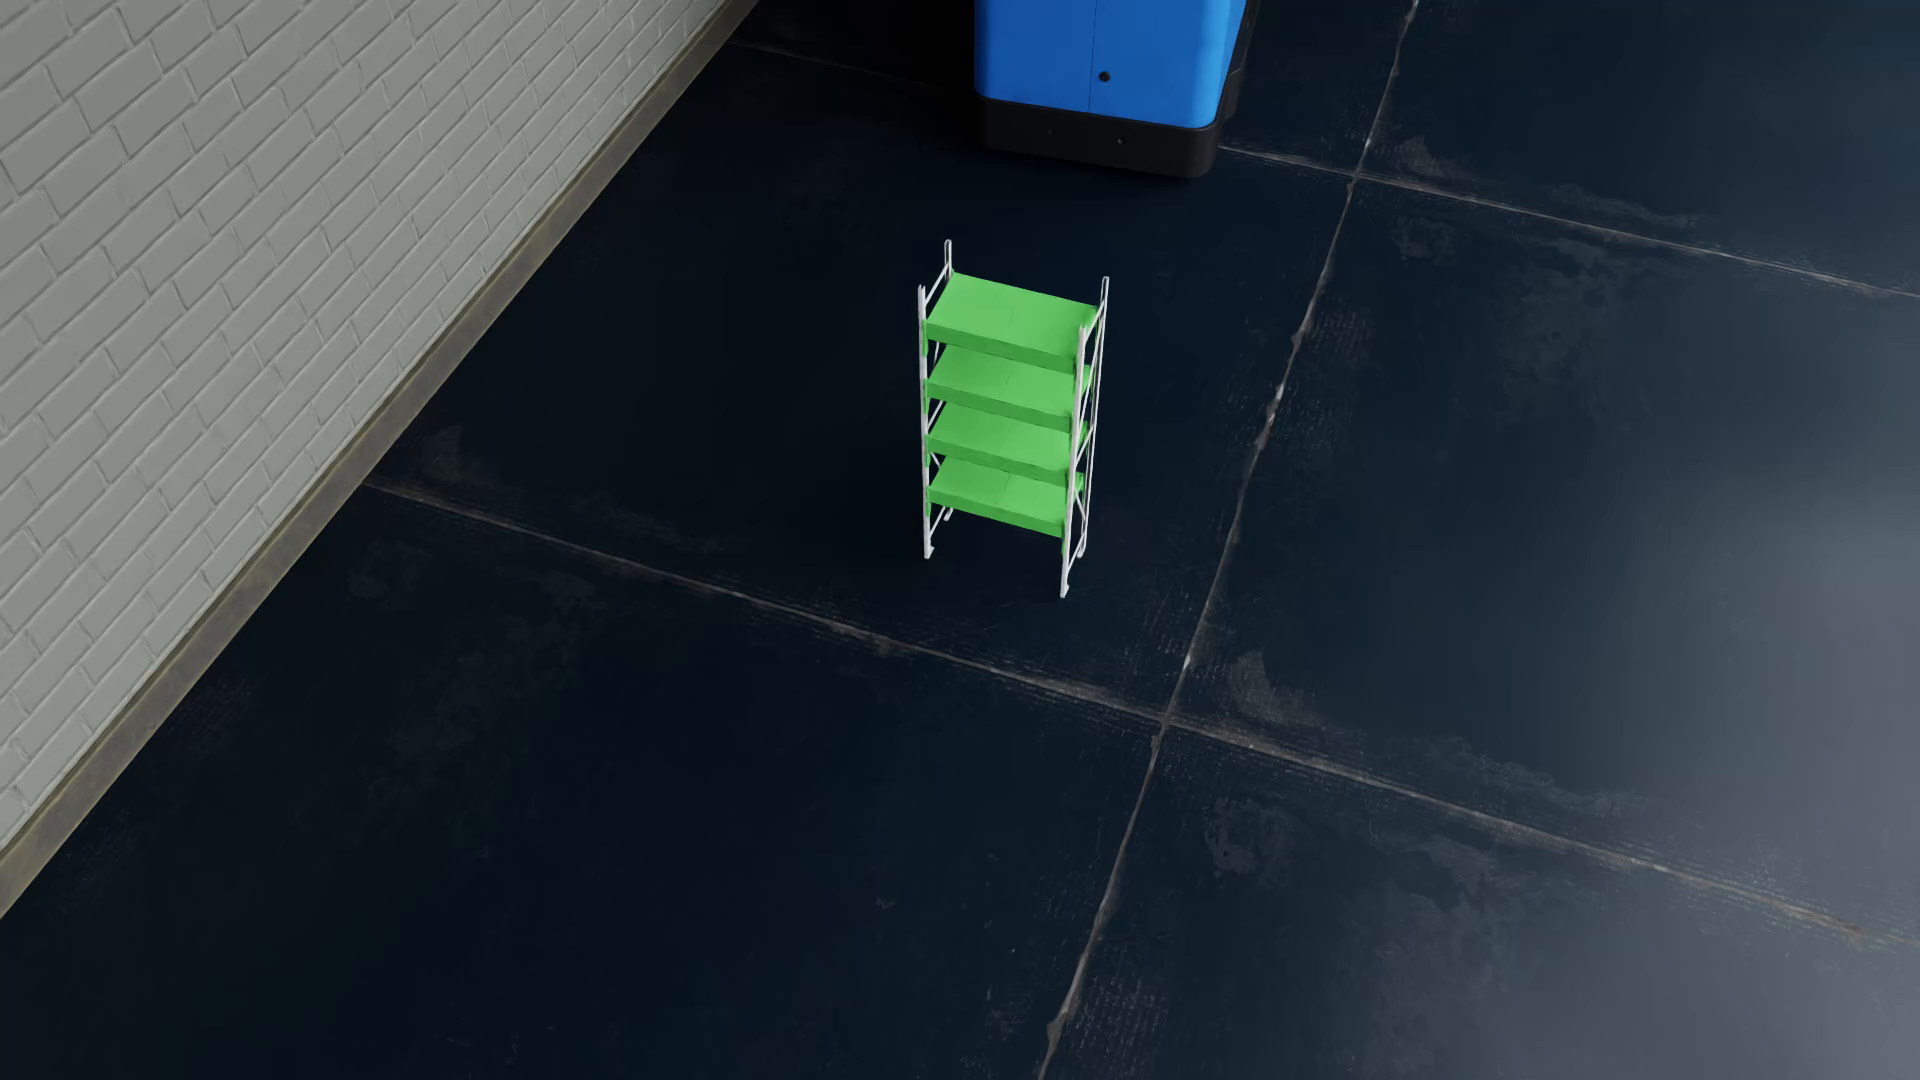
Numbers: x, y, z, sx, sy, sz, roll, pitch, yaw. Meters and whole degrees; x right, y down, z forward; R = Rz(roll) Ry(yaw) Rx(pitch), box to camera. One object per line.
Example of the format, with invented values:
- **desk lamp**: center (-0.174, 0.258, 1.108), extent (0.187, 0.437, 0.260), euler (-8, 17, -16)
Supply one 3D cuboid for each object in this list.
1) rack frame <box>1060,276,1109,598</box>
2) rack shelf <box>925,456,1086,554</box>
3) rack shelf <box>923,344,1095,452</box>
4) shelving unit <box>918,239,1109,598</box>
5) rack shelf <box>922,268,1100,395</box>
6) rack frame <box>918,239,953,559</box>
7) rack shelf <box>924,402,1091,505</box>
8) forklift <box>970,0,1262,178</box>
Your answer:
- **rack frame**: center (0.384, -0.286, 5.204), extent (0.015, 1.200, 0.240), euler (16, 51, 13)
- **rack shelf**: center (0.155, -0.151, 5.489), extent (0.480, 0.148, 0.258), euler (16, 51, 13)
- **rack shelf**: center (0.155, -0.465, 5.126), extent (0.480, 0.148, 0.258), euler (16, 51, 13)
- **shelving unit**: center (0.155, -0.350, 5.259), extent (0.503, 1.200, 0.258), euler (16, 51, 13)
- **rack shelf**: center (0.155, -0.622, 4.945), extent (0.480, 0.148, 0.258), euler (16, 51, 13)
- **rack frame**: center (-0.074, -0.414, 5.314), extent (0.015, 1.200, 0.240), euler (16, 51, 13)
- **rack shelf**: center (0.155, -0.308, 5.307), extent (0.480, 0.148, 0.258), euler (16, 51, 13)
- **forklift**: center (0.905, -3.617, 6.945), extent (1.130, 2.935, 3.031), euler (11, 50, 9)
